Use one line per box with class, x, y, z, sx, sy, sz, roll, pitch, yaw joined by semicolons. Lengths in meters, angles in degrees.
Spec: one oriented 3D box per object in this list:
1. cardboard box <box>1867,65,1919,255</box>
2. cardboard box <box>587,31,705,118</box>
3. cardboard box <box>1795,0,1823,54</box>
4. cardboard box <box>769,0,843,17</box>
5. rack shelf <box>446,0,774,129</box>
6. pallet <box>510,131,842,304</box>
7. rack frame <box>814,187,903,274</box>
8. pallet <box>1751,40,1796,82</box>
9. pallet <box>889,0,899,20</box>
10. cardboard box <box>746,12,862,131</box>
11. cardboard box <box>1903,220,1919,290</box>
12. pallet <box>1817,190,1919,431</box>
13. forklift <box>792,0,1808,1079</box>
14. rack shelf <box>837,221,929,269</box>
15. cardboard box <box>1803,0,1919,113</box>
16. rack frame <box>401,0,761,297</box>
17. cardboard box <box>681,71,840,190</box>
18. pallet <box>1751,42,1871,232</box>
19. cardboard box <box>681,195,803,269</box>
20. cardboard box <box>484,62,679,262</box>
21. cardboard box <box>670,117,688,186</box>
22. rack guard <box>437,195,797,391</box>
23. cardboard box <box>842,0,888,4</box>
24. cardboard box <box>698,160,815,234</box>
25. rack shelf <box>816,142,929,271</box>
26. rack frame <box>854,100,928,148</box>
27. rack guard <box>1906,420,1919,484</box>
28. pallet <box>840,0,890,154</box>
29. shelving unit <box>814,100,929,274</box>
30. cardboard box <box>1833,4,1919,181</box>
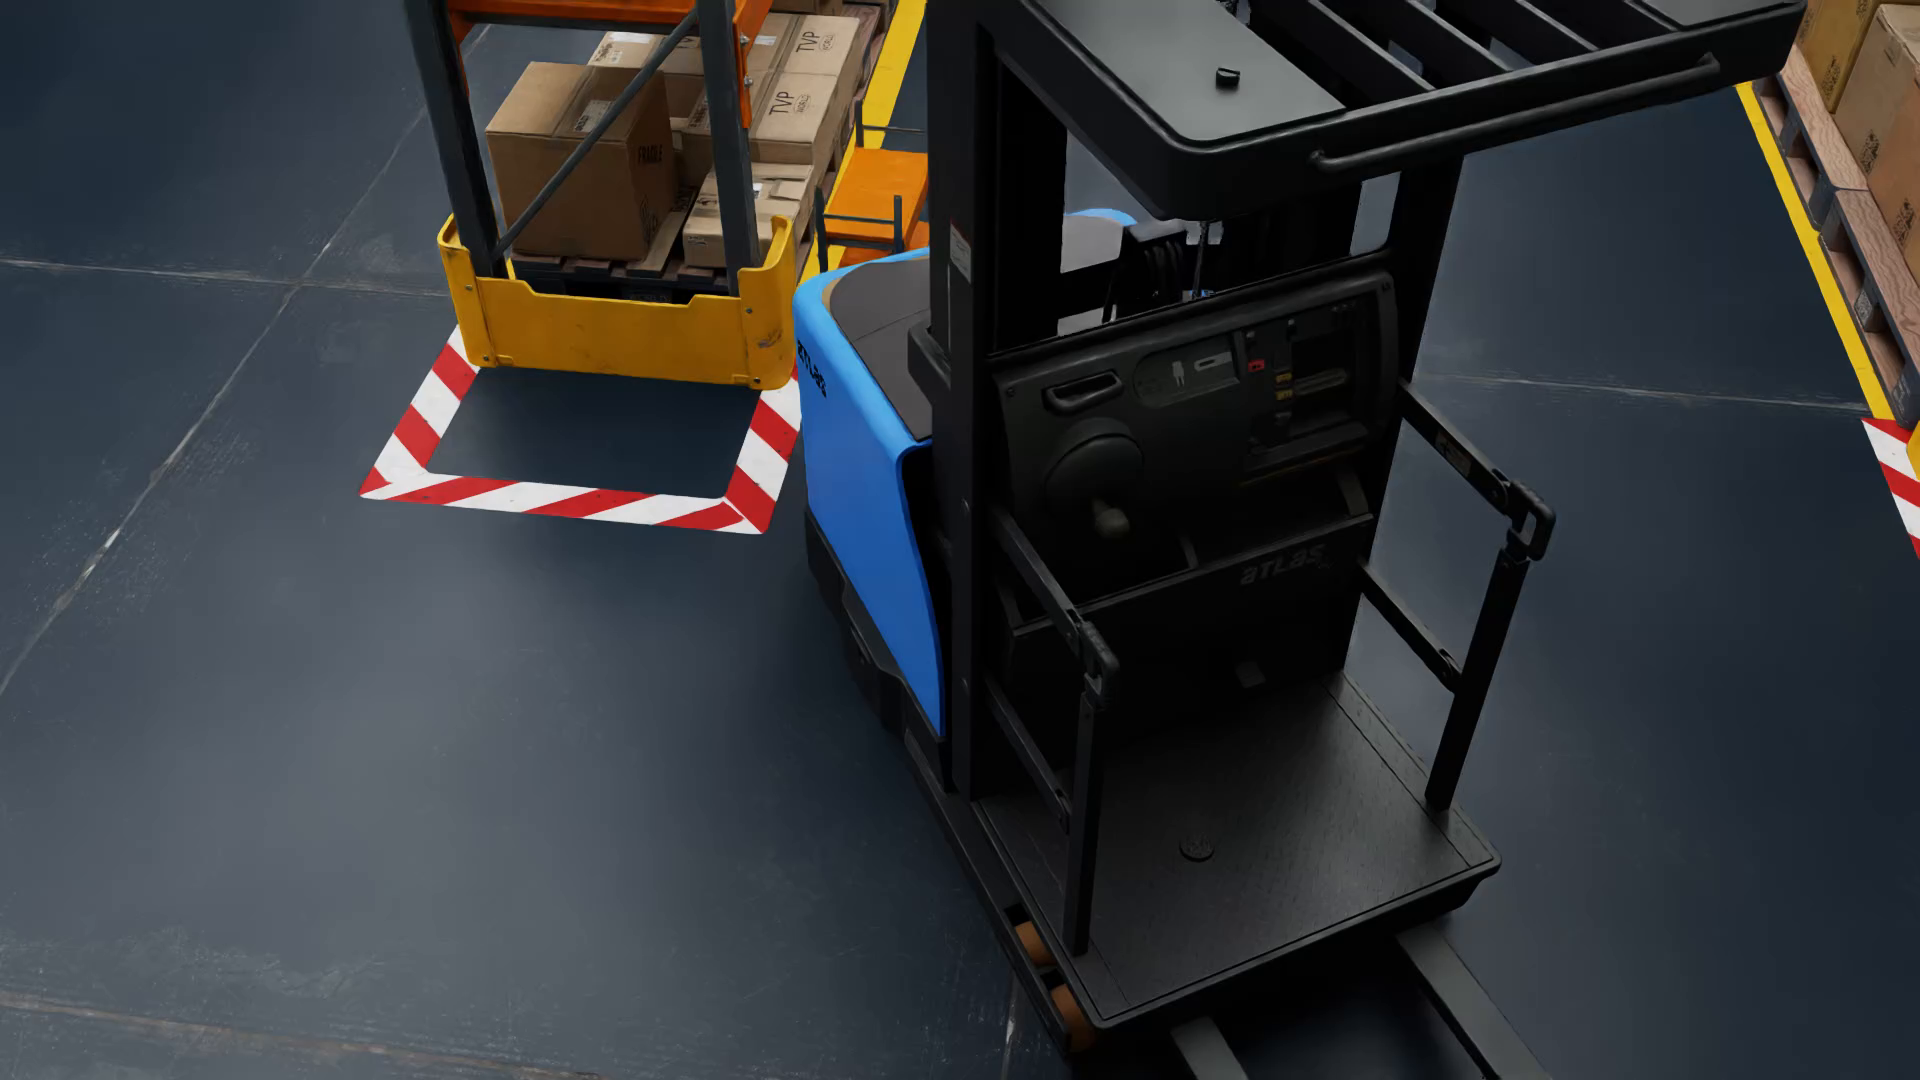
cardboard box;3.794;-1.347;6.004;0.700;0.500;0.500;5;44;5
cardboard box;-1.193;-1.922;6.778;0.500;0.250;0.500;5;44;6
cardboard box;3.993;-2.404;7.120;0.700;0.500;0.500;5;44;5
cardboard box;-0.891;-2.422;7.122;0.797;0.503;0.637;5;44;6
rack shelf;-0.912;-2.825;6.575;1.077;0.370;4.000;5;44;6
pallet;-1.062;-1.306;6.476;1.003;0.211;1.213;5;44;6
rack frame;-0.276;-0.503;4.909;0.240;1.200;0.015;7;44;7
pallet;4.085;-2.478;7.713;1.003;0.211;1.213;5;44;6
pallet;-0.739;-2.969;8.232;1.003;0.211;1.213;5;44;6
cardboard box;-0.691;-1.911;6.766;0.500;0.250;0.500;5;44;6
cardboard box;3.728;-1.006;5.644;0.700;0.500;0.500;5;44;6
pallet;3.762;-0.815;5.957;1.003;0.211;1.213;5;44;6
forklift;0.600;-0.190;3.319;1.130;2.935;3.031;-17;46;-17
rack shelf;-0.233;-0.782;4.976;0.258;0.148;0.480;7;44;7
cardboard box;3.923;-2.054;6.751;0.700;0.500;0.500;6;44;6
rack frame;-1.176;-1.723;4.888;1.000;3.000;0.127;5;44;6
cardboard box;-0.757;-1.570;6.406;0.500;0.250;0.500;5;44;6
pallet;3.926;-1.644;6.833;1.003;0.211;1.213;5;44;6
cardboard box;-0.780;-1.102;5.986;0.380;0.149;0.250;5;44;6
cardboard box;-1.349;-1.368;6.011;0.500;0.500;0.500;5;44;6
cardboard box;-1.206;-1.515;6.409;0.380;0.166;0.250;5;44;6
rack guard;-1.166;-0.867;5.802;1.175;0.500;0.348;5;44;6
cardboard box;-0.541;-2.708;7.563;0.500;0.311;0.500;5;44;6
cardboard box;-0.747;-1.279;6.160;0.380;0.166;0.250;5;44;6
rack shelf;-0.233;-0.954;4.813;0.258;0.148;0.480;7;44;7
rack frame;-0.190;-0.834;5.258;0.240;1.200;0.015;7;44;7
rack guard;3.731;-0.351;5.258;1.175;0.500;0.348;5;44;6
pallet;-0.898;-2.135;7.351;1.003;0.211;1.213;5;44;6
shelving unit;-0.233;-0.668;5.083;0.258;1.200;0.503;7;44;7
cardboard box;3.860;-1.690;6.366;0.700;0.500;0.500;4;44;4
